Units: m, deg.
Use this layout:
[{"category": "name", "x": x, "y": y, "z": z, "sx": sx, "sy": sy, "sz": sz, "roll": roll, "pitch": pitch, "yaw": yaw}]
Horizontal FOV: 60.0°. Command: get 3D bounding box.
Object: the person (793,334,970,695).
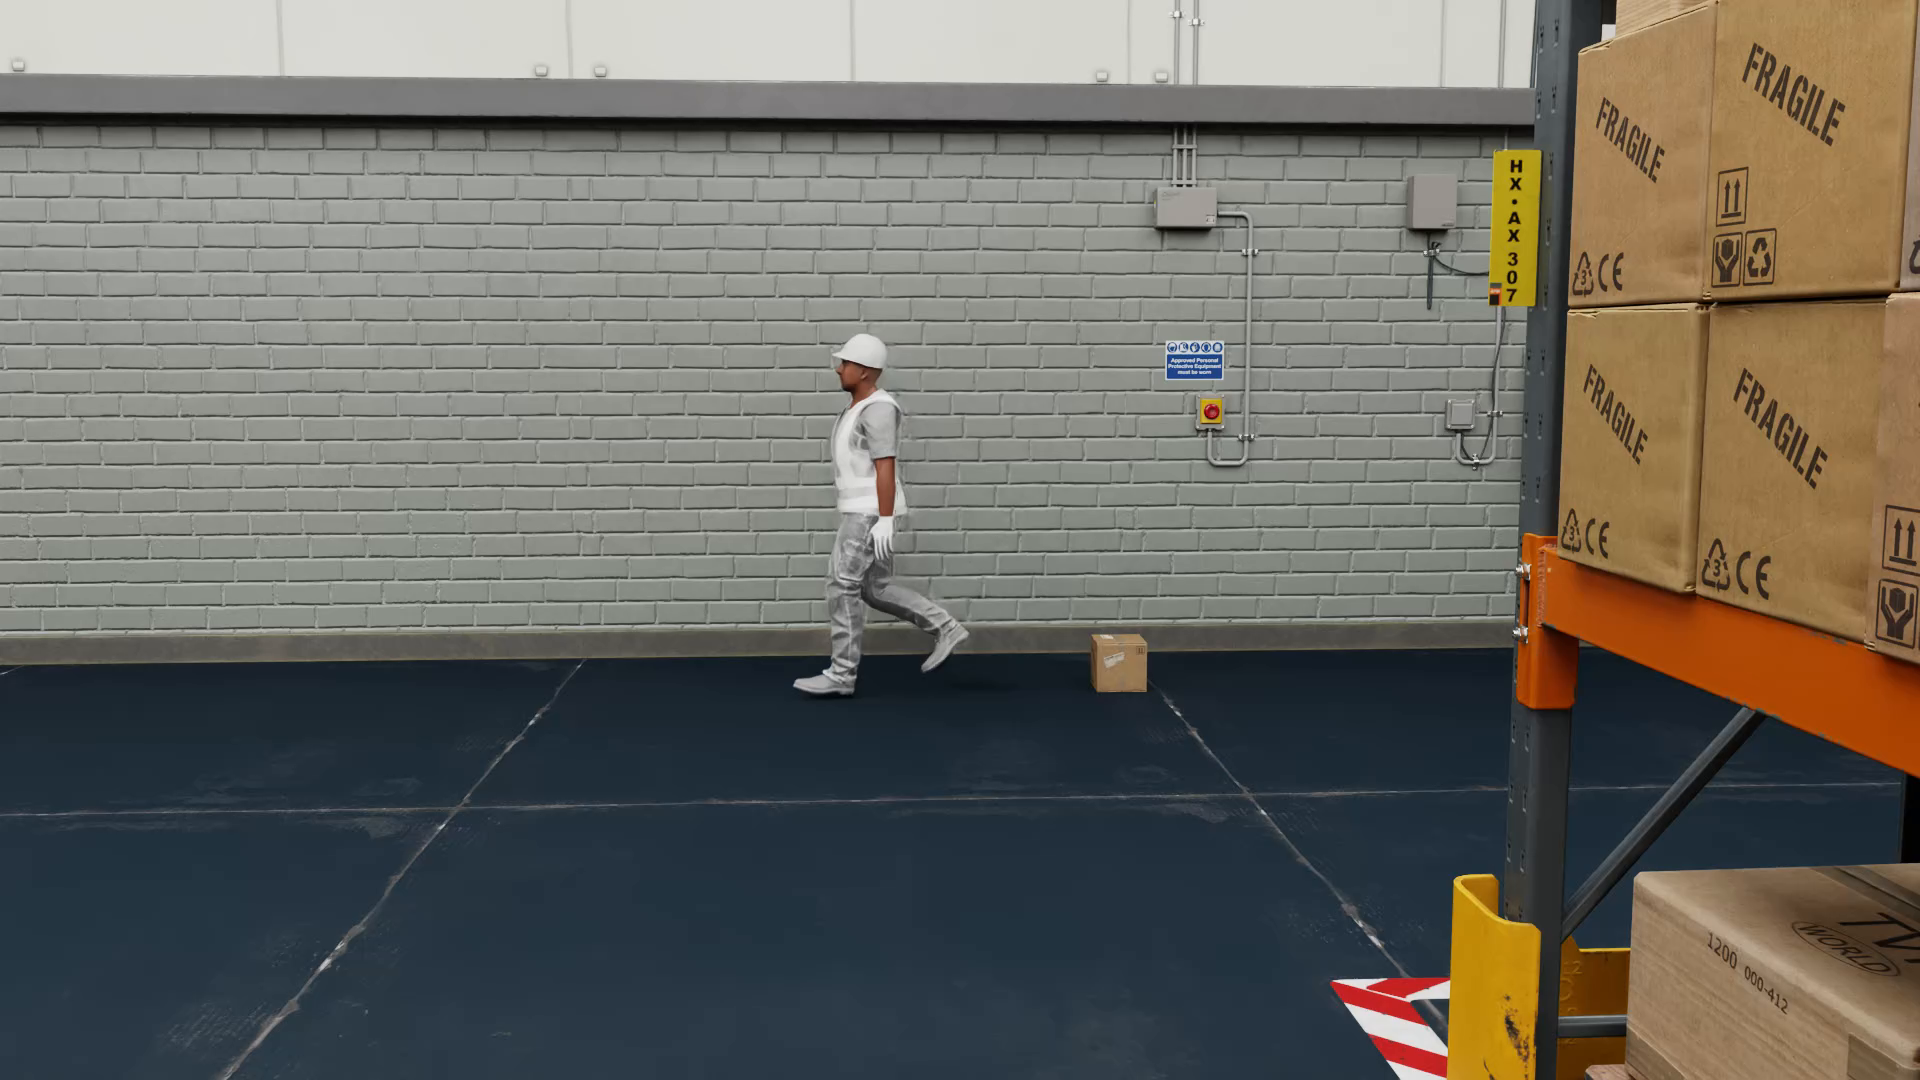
[{"category": "person", "x": -0.384, "y": -0.126, "z": 8.169, "sx": 0.892, "sy": 1.762, "sz": 0.571, "roll": -1, "pitch": 7, "yaw": -8}]
